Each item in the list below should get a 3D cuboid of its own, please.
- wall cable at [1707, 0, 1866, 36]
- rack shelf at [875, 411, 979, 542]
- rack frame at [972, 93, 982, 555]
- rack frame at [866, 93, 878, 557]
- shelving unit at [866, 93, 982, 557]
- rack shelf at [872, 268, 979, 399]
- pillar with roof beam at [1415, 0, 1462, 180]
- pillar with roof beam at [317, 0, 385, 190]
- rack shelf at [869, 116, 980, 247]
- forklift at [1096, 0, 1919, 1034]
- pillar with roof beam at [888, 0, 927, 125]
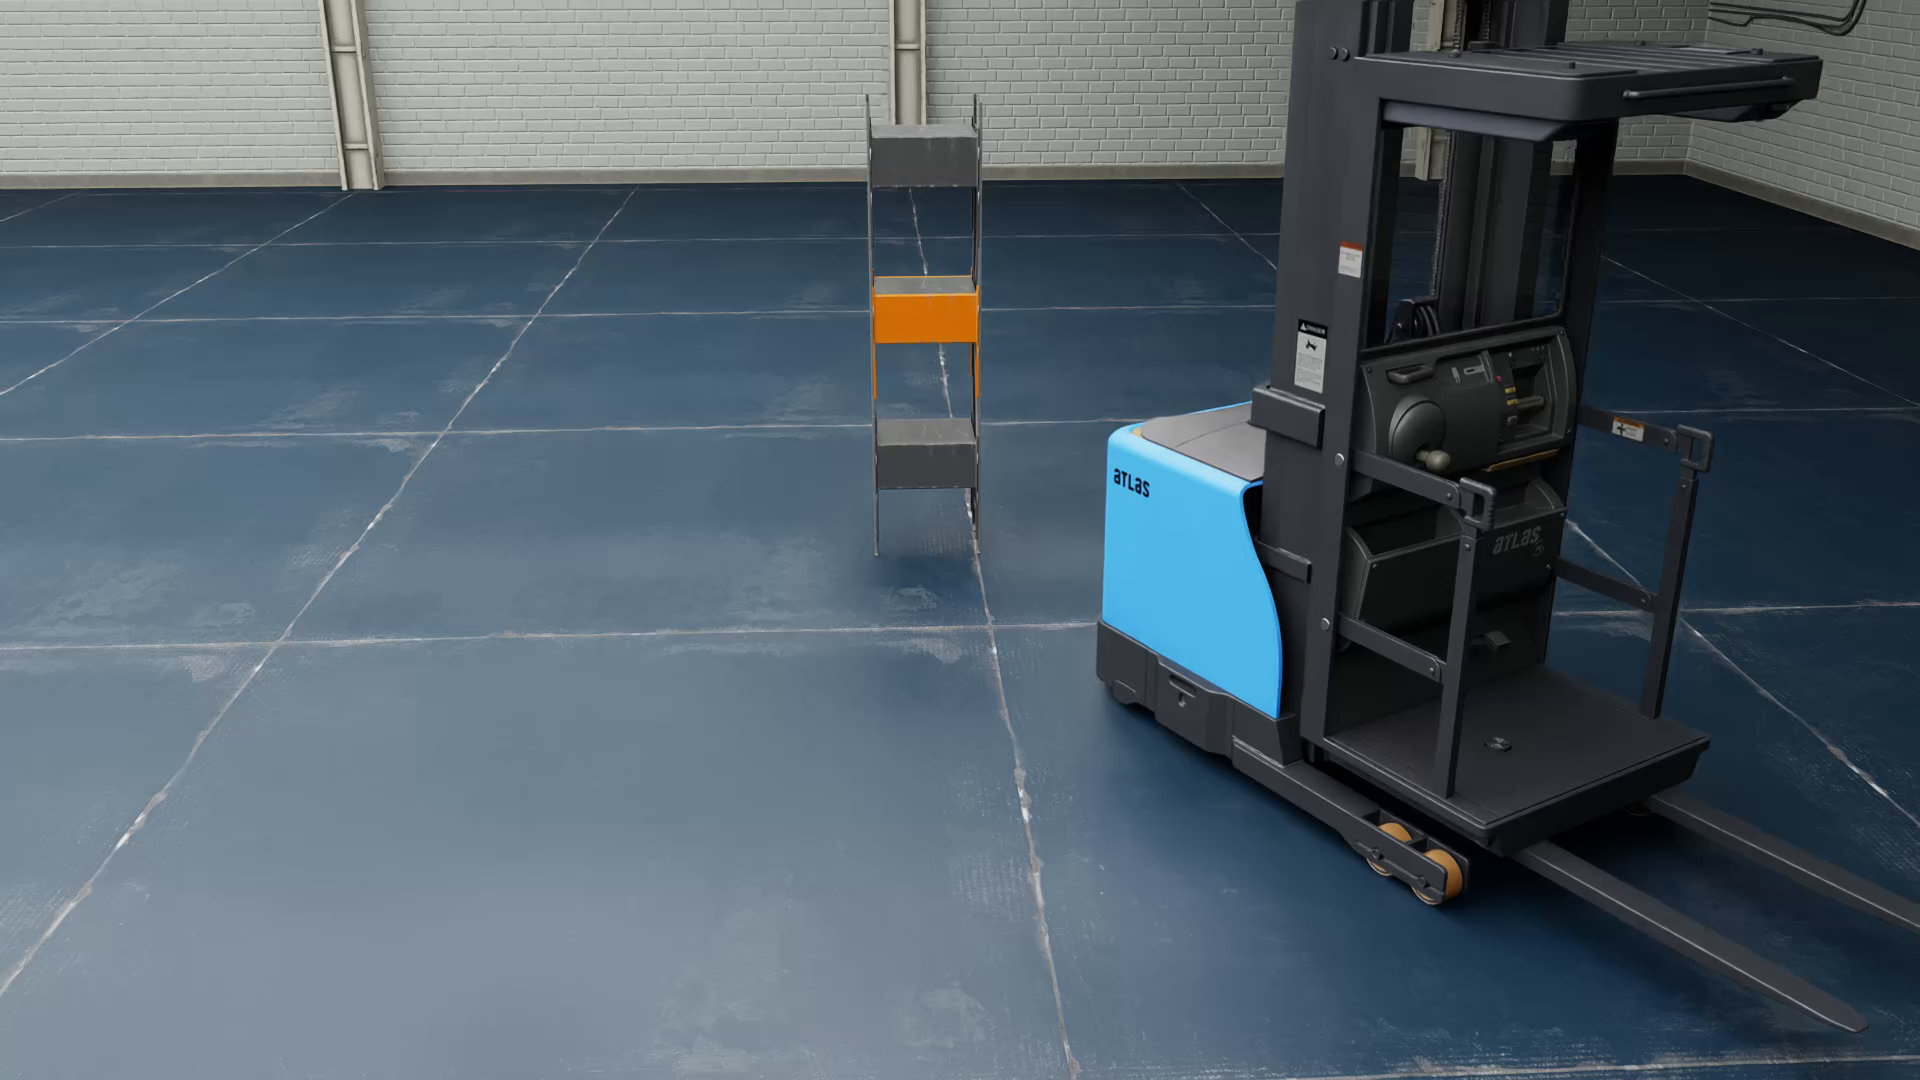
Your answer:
[{"bbox_3d":[8.433,-6.471,16.835,0.112,2.526,3.097,-1,21,-3],"label":"wall cable"},{"bbox_3d":[-0.165,-0.311,7.992,0.480,0.518,0.431,-1,21,-3],"label":"rack shelf"},{"bbox_3d":[0.078,-0.983,7.752,0.015,2.100,0.400,-1,21,-3],"label":"rack frame"},{"bbox_3d":[-0.409,-0.973,7.726,0.015,2.100,0.400,-1,21,-3],"label":"rack frame"},{"bbox_3d":[-0.165,-0.978,7.739,0.503,2.100,0.431,-1,21,-3],"label":"shelving unit"},{"bbox_3d":[-0.165,-0.965,7.743,0.480,0.518,0.431,-1,21,-3],"label":"rack shelf"},{"bbox_3d":[5.662,-6.803,13.343,0.400,9.000,9.100,-1,21,-3],"label":"pillar with roof beam"},{"bbox_3d":[-6.318,-6.559,12.702,0.400,9.000,9.100,-1,21,-3],"label":"pillar with roof beam"},{"bbox_3d":[-0.165,-1.619,7.494,0.480,0.518,0.431,-1,21,-3],"label":"rack shelf"},{"bbox_3d":[1.747,-0.431,5.134,1.130,2.935,3.031,-13,24,-30],"label":"forklift"},{"bbox_3d":[-0.328,-6.681,13.023,0.400,9.000,9.100,-1,21,-3],"label":"pillar with roof beam"}]
